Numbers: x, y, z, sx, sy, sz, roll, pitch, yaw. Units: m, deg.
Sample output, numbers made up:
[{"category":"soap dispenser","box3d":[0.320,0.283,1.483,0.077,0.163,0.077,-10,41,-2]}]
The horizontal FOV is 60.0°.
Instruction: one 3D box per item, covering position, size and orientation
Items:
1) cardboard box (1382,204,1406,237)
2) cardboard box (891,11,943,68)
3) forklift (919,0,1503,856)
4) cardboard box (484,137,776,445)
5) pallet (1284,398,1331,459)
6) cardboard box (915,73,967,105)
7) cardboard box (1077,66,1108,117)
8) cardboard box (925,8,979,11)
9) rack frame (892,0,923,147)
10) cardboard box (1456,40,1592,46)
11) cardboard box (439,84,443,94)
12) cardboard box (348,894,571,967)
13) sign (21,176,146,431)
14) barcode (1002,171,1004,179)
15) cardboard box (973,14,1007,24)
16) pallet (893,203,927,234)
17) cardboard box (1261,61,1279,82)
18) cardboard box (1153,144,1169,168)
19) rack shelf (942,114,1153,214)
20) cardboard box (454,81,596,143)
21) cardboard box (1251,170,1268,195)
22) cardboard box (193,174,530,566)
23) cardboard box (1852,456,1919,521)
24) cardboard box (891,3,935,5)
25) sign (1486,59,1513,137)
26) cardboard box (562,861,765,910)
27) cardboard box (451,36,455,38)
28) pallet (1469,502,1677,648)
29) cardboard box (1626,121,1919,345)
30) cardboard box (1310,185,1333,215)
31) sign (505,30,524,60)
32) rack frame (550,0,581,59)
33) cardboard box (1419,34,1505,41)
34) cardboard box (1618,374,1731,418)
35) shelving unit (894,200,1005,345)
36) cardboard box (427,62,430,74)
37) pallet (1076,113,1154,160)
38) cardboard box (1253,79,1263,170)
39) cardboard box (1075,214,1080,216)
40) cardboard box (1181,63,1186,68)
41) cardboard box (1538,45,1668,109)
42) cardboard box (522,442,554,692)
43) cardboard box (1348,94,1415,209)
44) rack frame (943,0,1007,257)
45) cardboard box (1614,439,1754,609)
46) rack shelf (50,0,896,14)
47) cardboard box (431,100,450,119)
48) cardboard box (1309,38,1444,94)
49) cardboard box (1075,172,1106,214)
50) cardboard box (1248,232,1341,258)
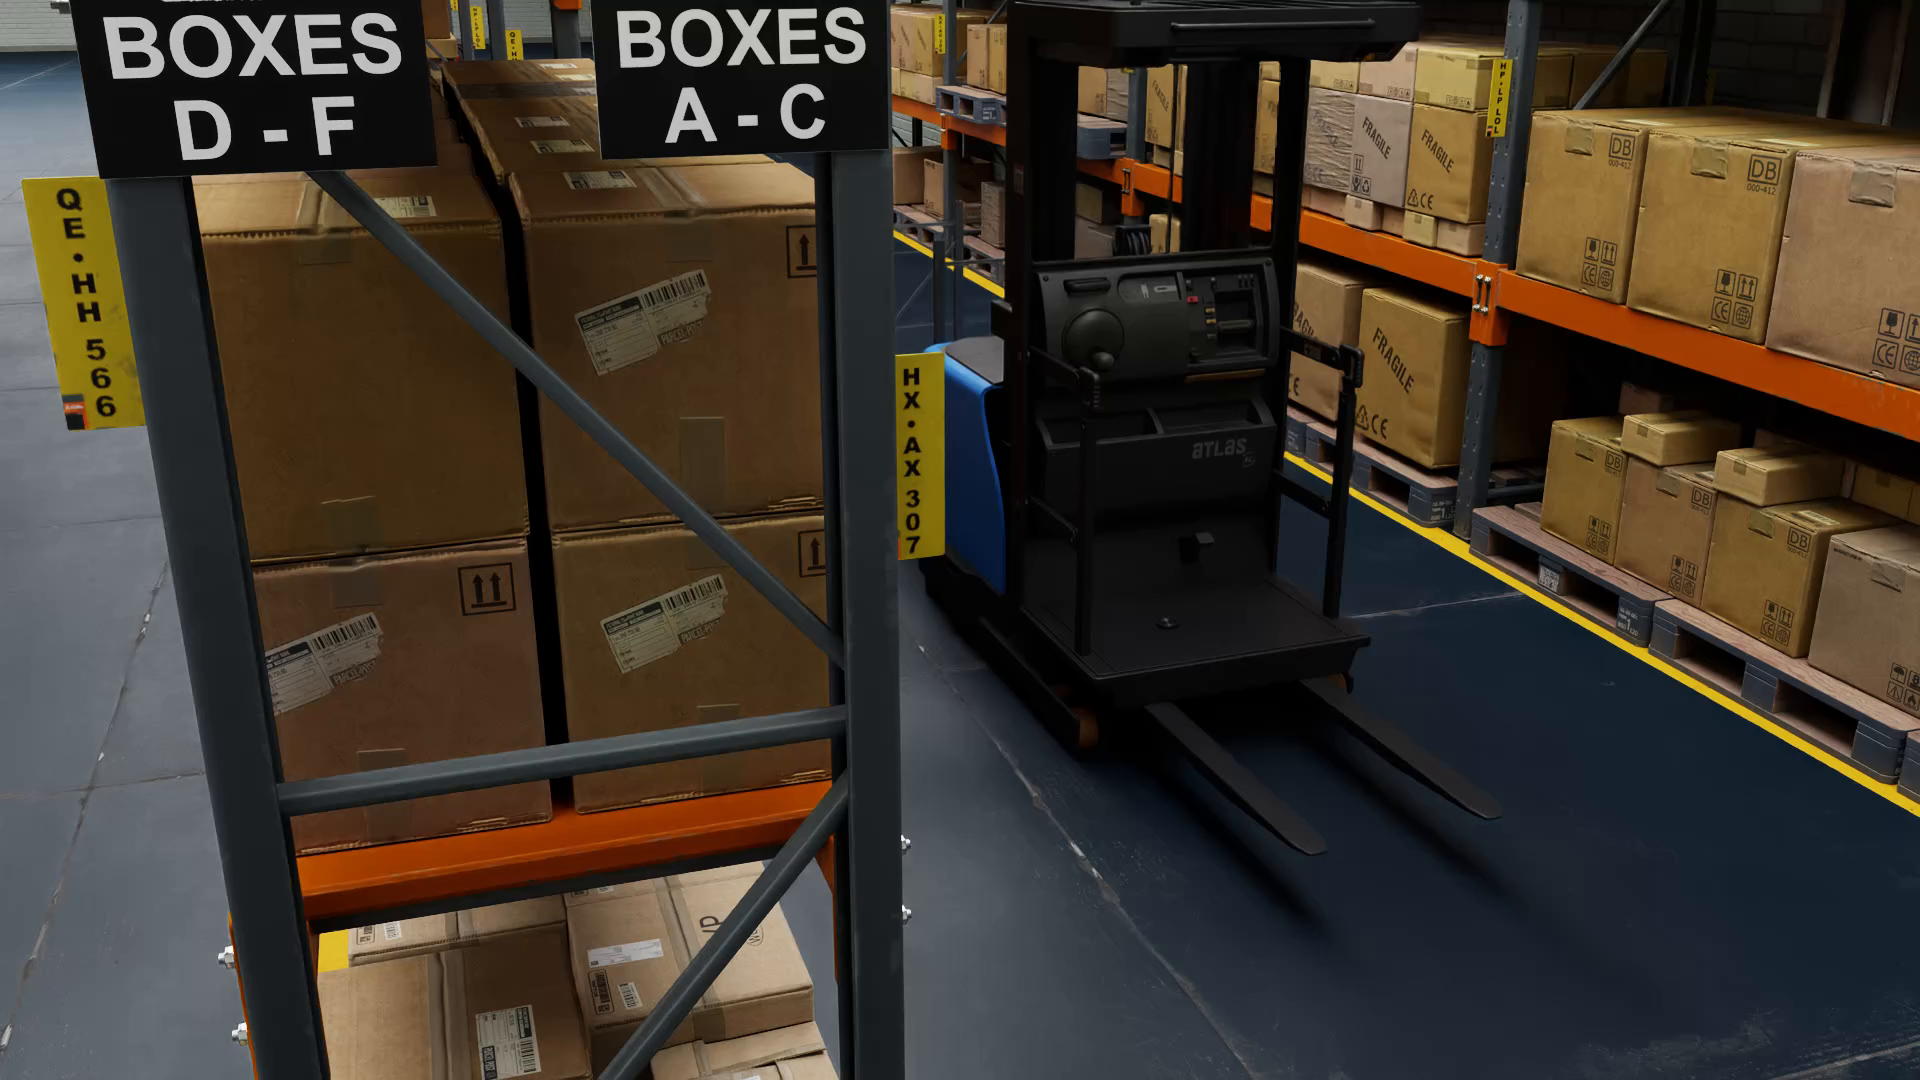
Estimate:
[{"category":"cardboard box","box3d":[2.342,-1.607,8.295,0.380,0.149,0.250,-6,21,-16]},{"category":"cardboard box","box3d":[-0.410,-4.771,15.846,0.500,0.500,0.500,-7,21,-19]},{"category":"forklift","box3d":[0.797,-0.789,5.778,1.130,2.935,3.031,-7,21,-19]},{"category":"cardboard box","box3d":[-0.647,-0.515,3.286,0.500,0.500,0.500,-6,21,-17]},{"category":"pallet","box3d":[2.156,-0.791,9.805,1.003,0.211,1.213,-6,21,-17]},{"category":"cardboard box","box3d":[-0.094,-4.097,15.078,0.500,0.250,0.500,-6,21,-17]},{"category":"cardboard box","box3d":[1.242,-3.335,11.965,0.700,0.500,0.500,-8,21,-22]},{"category":"cardboard box","box3d":[-0.091,-4.995,16.470,0.500,0.500,0.500,-6,21,-16]},{"category":"rack frame","box3d":[-0.914,-5.322,18.296,1.000,3.000,0.127,-6,21,-17]},{"category":"cardboard box","box3d":[2.789,-2.363,8.331,0.500,0.250,0.500,-6,21,-17]},{"category":"cardboard box","box3d":[-2.690,-1.968,8.189,0.700,0.500,0.500,-3,20,-7]},{"category":"cardboard box","box3d":[-1.262,0.971,4.193,0.500,0.250,0.500,-6,21,-17]},{"category":"sign","box3d":[-1.120,-0.301,2.137,0.100,0.325,0.005,-6,21,-17]},{"category":"barcode","box3d":[0.401,-3.418,15.570,0.001,0.075,0.075,-6,21,-17]},{"category":"cardboard box","box3d":[0.394,-4.503,15.099,0.500,0.500,0.500,-7,21,-18]},{"category":"pallet","box3d":[-0.289,-3.330,16.875,1.003,0.211,1.213,-6,21,-17]},{"category":"cardboard box","box3d":[1.995,-2.635,9.090,0.500,0.250,0.500,-7,21,-18]},{"category":"cardboard box","box3d":[1.484,-2.516,10.825,0.380,0.149,0.250,-7,21,-18]},{"category":"rack shelf","box3d":[0.972,-3.058,13.057,1.077,0.370,4.000,-6,21,-17]},{"category":"cardboard box","box3d":[-1.117,-1.001,4.638,0.500,0.500,0.500,-6,21,-17]},{"category":"cardboard box","box3d":[1.915,-2.106,9.684,0.380,0.149,0.250,-6,21,-16]},{"category":"cardboard box","box3d":[-0.988,-0.291,2.663,0.500,0.500,0.500,-7,21,-18]},{"category":"cardboard box","box3d":[3.550,-0.197,6.145,0.380,0.149,0.250,-7,21,-18]},{"category":"cardboard box","box3d":[-0.564,-5.485,17.833,0.500,0.500,0.500,-7,21,-18]},{"category":"sign","box3d":[2.345,-1.918,7.223,0.100,0.325,0.005,-6,21,-17]},{"category":"cardboard box","box3d":[-0.803,0.902,4.386,0.500,0.250,0.500,-6,21,-17]},{"category":"cardboard box","box3d":[-4.338,-4.050,13.649,0.380,0.149,0.250,-6,21,-16]},{"category":"pallet","box3d":[3.022,0.094,7.344,1.003,0.211,1.213,-6,21,-17]},{"category":"cardboard box","box3d":[3.237,-1.202,6.381,0.980,0.700,0.700,-7,21,-19]},{"category":"cardboard box","box3d":[2.125,-1.853,8.980,0.380,0.149,0.250,-7,21,-19]},{"category":"sign","box3d":[-2.589,-2.796,9.666,0.100,0.325,0.005,-6,21,-17]},{"category":"rack frame","box3d":[-1.844,-0.944,6.106,1.000,3.000,0.127,-6,21,-17]},{"category":"cardboard box","box3d":[2.627,-2.523,8.777,0.500,0.250,0.500,-7,21,-19]},{"category":"cardboard box","box3d":[3.138,-0.614,7.306,0.380,0.149,0.250,-7,21,-18]},{"category":"shelving unit","box3d":[-0.048,-0.746,7.775,0.538,1.500,1.048,-7,21,-19]},{"category":"cardboard box","box3d":[-1.963,-1.280,5.416,0.500,0.500,0.500,-6,21,-16]},{"category":"pallet","box3d":[1.275,-2.882,11.786,1.213,0.211,1.003,-6,21,-17]},{"category":"cardboard box","box3d":[1.821,-2.440,9.654,0.500,0.500,0.500,-6,21,-17]},{"category":"cardboard box","box3d":[1.090,-2.345,13.055,0.700,0.500,0.500,-7,21,-17]},{"category":"cardboard box","box3d":[1.668,-2.959,9.989,0.500,0.250,0.500,-7,21,-18]},{"category":"cardboard box","box3d":[2.960,-2.196,7.865,0.500,0.250,0.500,-6,21,-16]},{"category":"cardboard box","box3d":[-0.643,-0.042,3.449,0.500,0.500,0.500,-7,21,-18]},{"category":"cardboard box","box3d":[2.303,-1.952,8.295,0.500,0.500,0.500,-6,21,-17]},{"category":"rack frame","box3d":[0.343,-4.038,14.722,1.000,3.000,0.127,-6,21,-17]},{"category":"cardboard box","box3d":[3.150,-0.080,6.778,0.700,0.500,0.500,-7,21,-18]},{"category":"rack shelf","box3d":[-1.215,-1.375,3.934,1.077,0.370,4.000,-6,21,-17]},{"category":"cardboard box","box3d":[-1.476,-0.784,4.035,0.500,0.500,0.500,-6,21,-16]},{"category":"cardboard box","box3d":[2.156,-2.472,8.634,0.500,0.250,0.500,-6,21,-16]},{"category":"cardboard box","box3d":[1.038,-2.718,12.984,0.500,0.250,0.500,-6,21,-17]},{"category":"cardboard box","box3d":[1.976,-1.409,9.961,0.750,0.750,0.750,-6,21,-17]}]
